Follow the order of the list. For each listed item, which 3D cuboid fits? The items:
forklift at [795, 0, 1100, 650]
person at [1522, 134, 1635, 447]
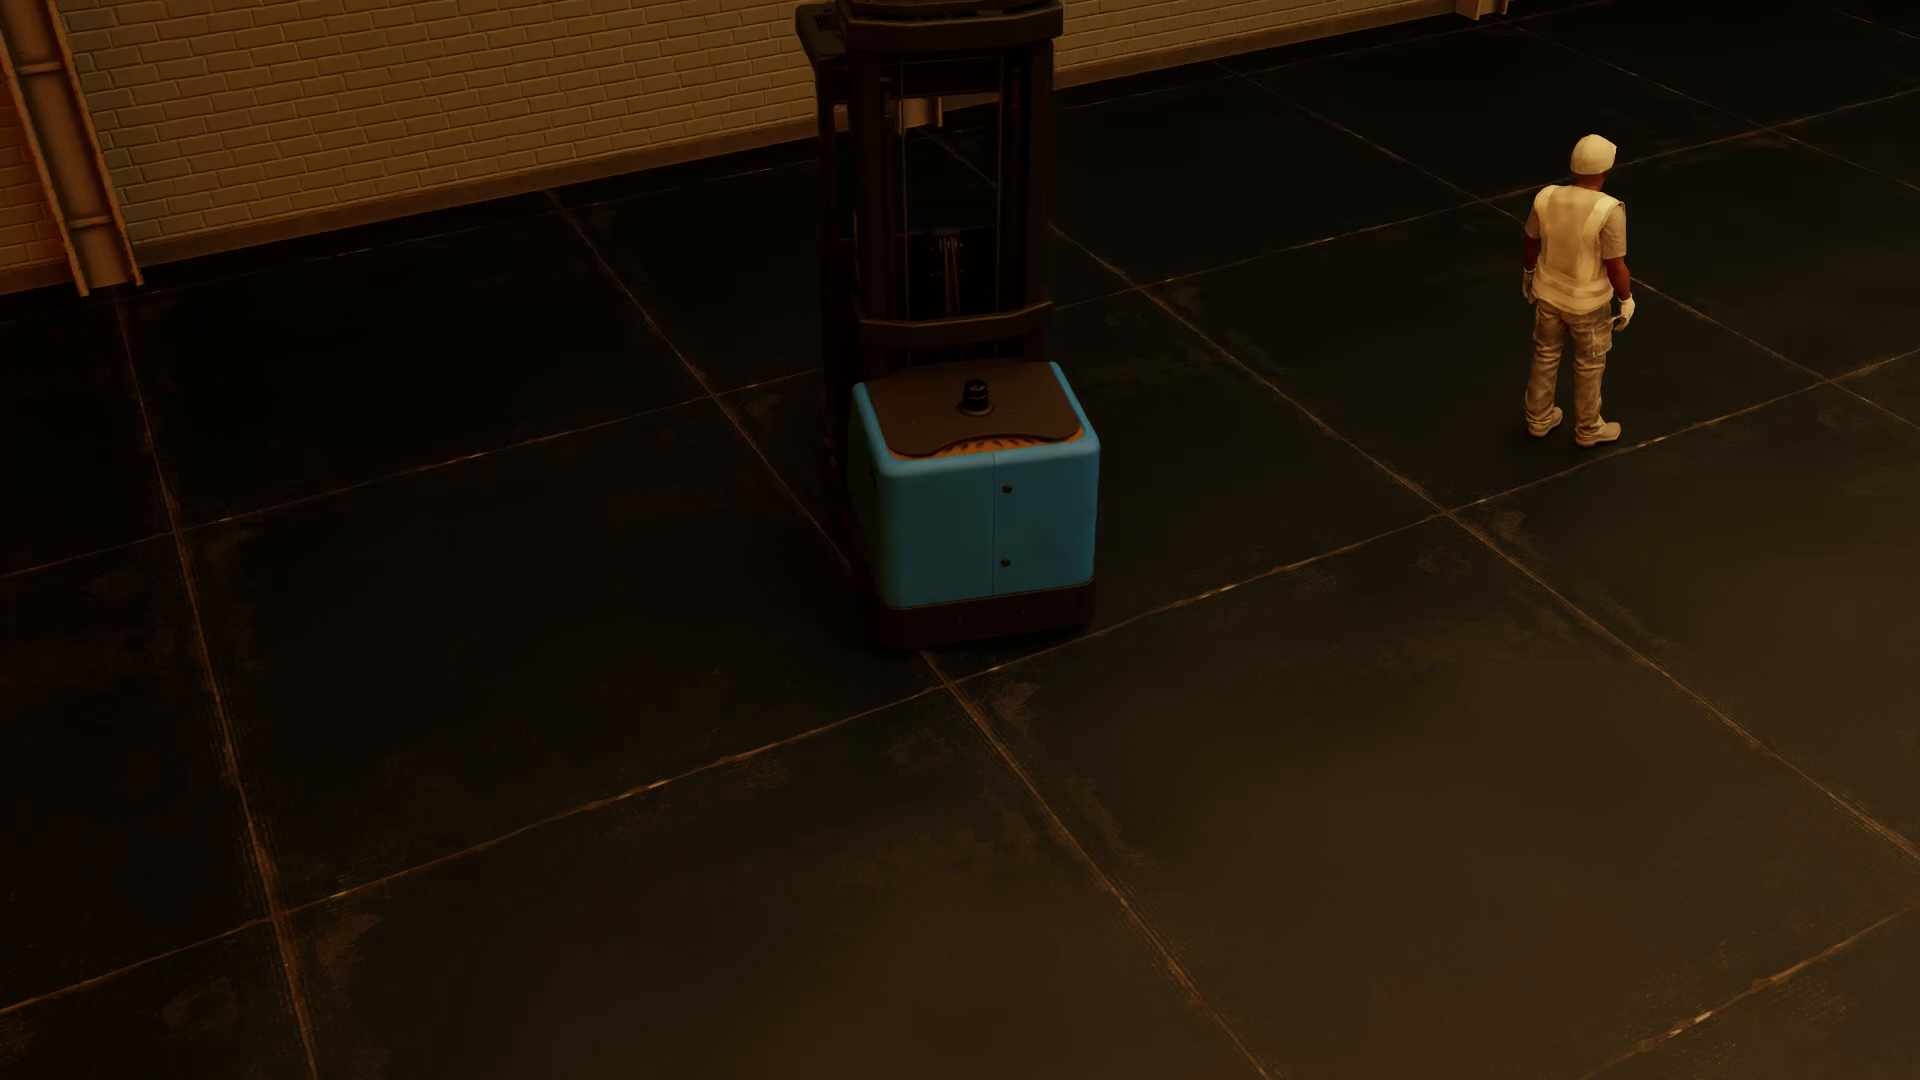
[{"bbox_3d":[-0.169,-1.529,8.286,1.130,2.935,3.031,-7,36,-10],"label":"forklift"},{"bbox_3d":[3.374,-1.360,9.029,0.578,1.781,0.656,-25,42,-31],"label":"person"}]
